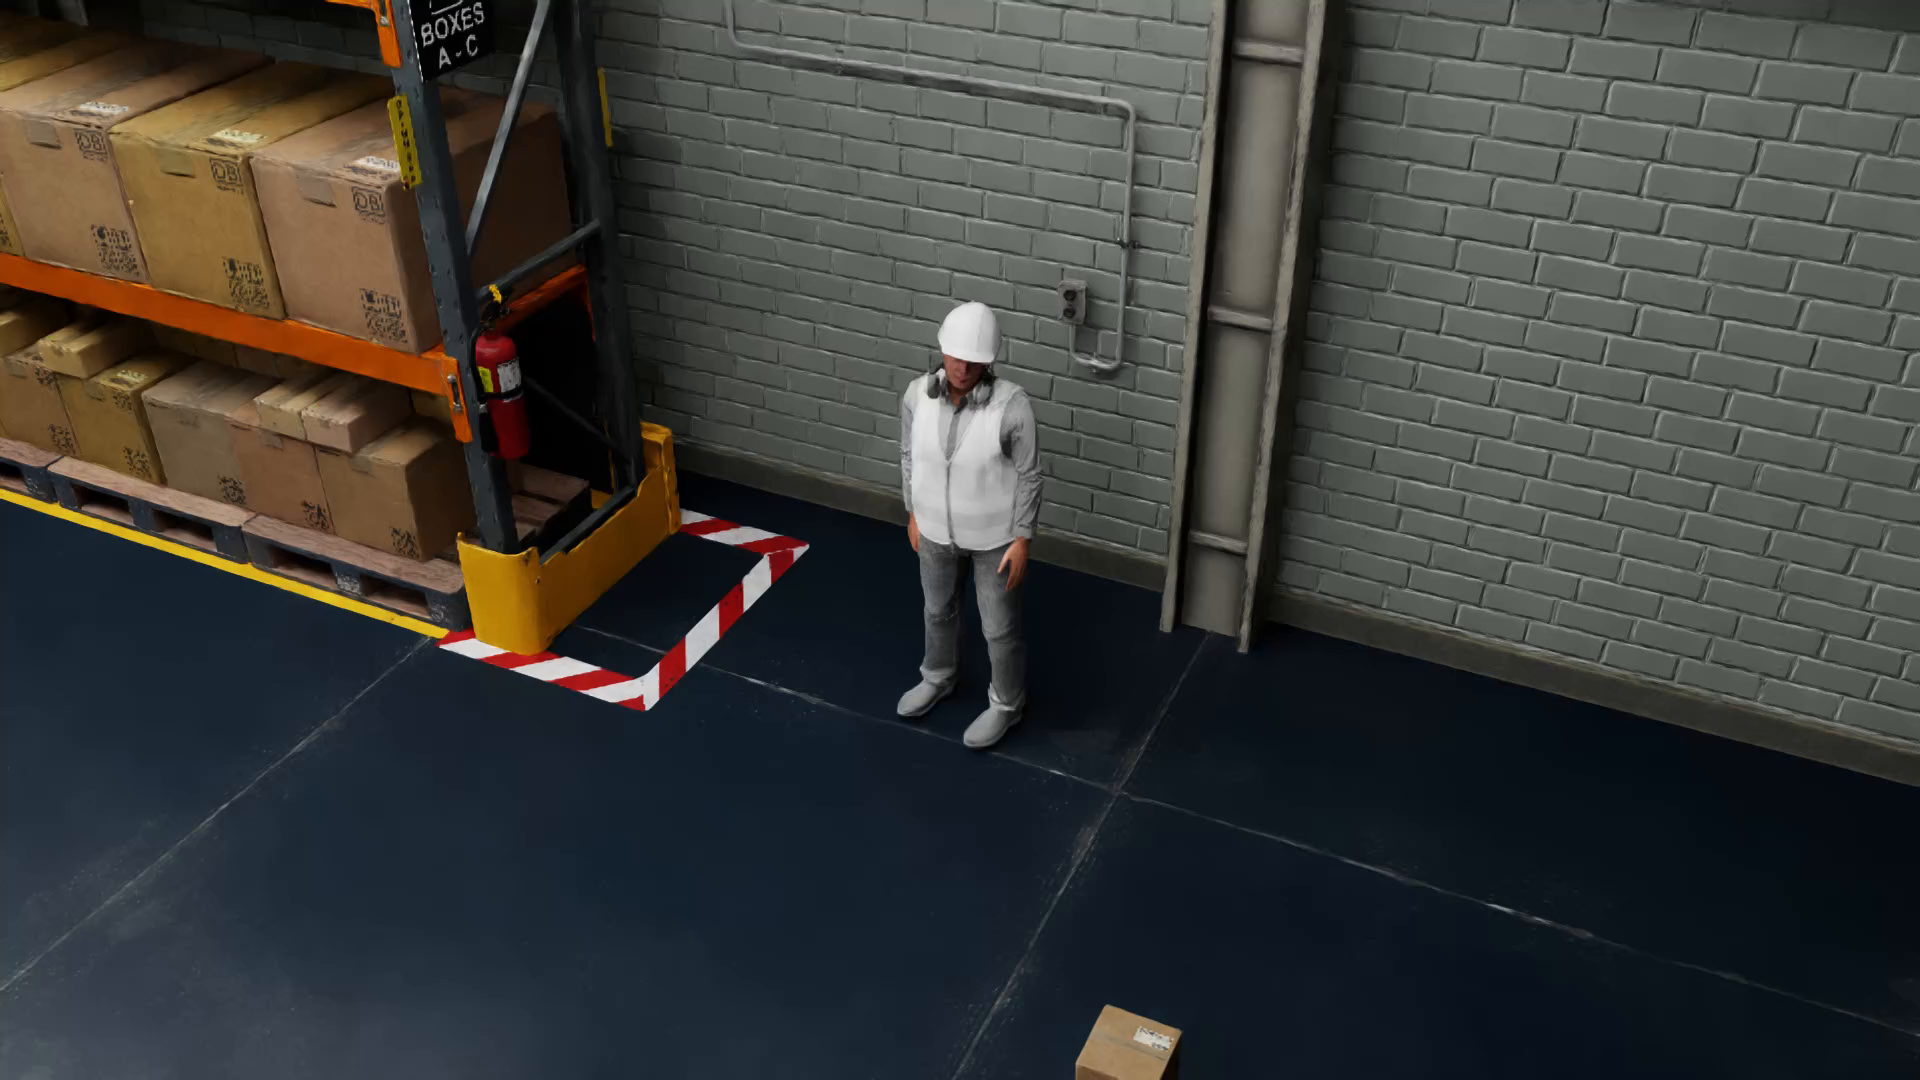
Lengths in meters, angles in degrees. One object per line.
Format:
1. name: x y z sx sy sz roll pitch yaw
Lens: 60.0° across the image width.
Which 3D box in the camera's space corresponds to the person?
1. person: 0.025 -0.046 6.145 0.567 1.779 0.395 15 36 21
